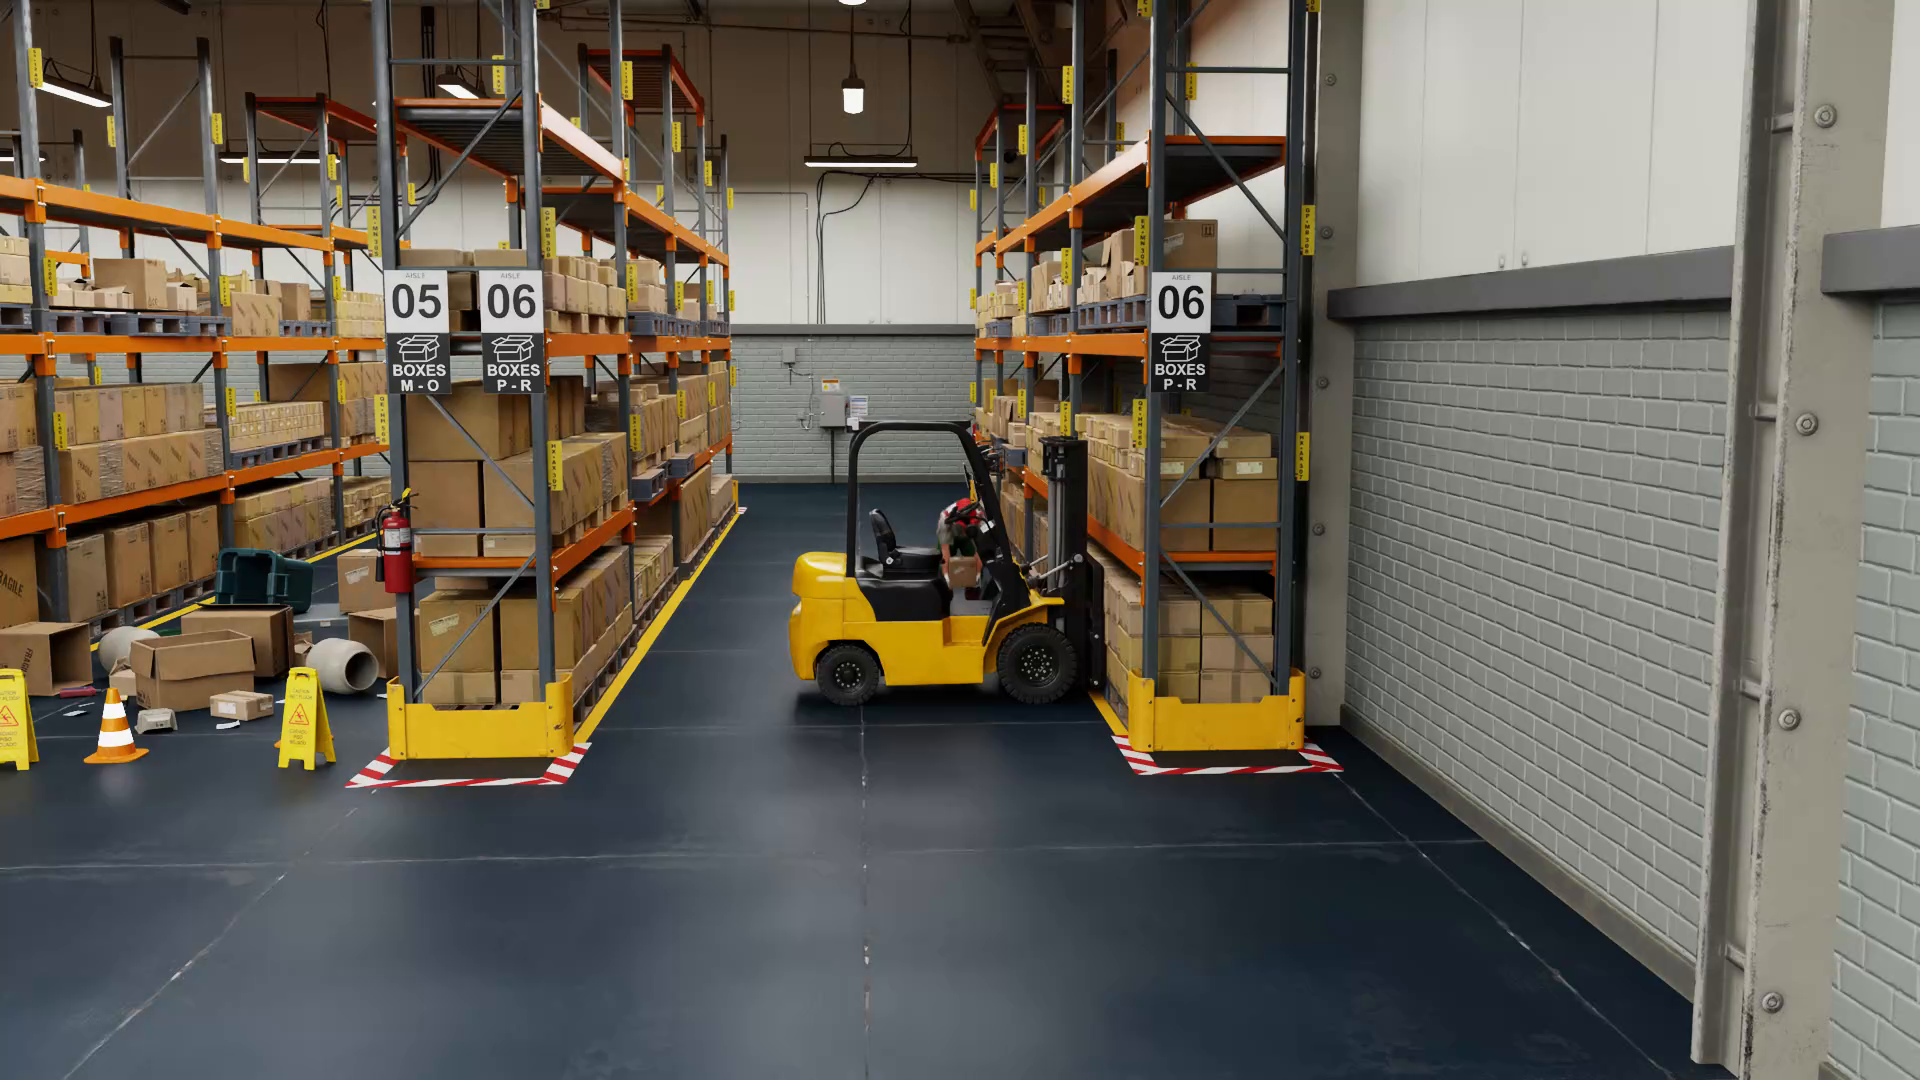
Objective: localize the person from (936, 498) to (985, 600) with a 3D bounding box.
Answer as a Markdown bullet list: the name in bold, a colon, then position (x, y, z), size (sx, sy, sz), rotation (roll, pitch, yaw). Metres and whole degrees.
- **person**: position (0.013, 0.200, 16.089), size (0.503, 1.281, 0.922), rotation (-1, 7, -6)
